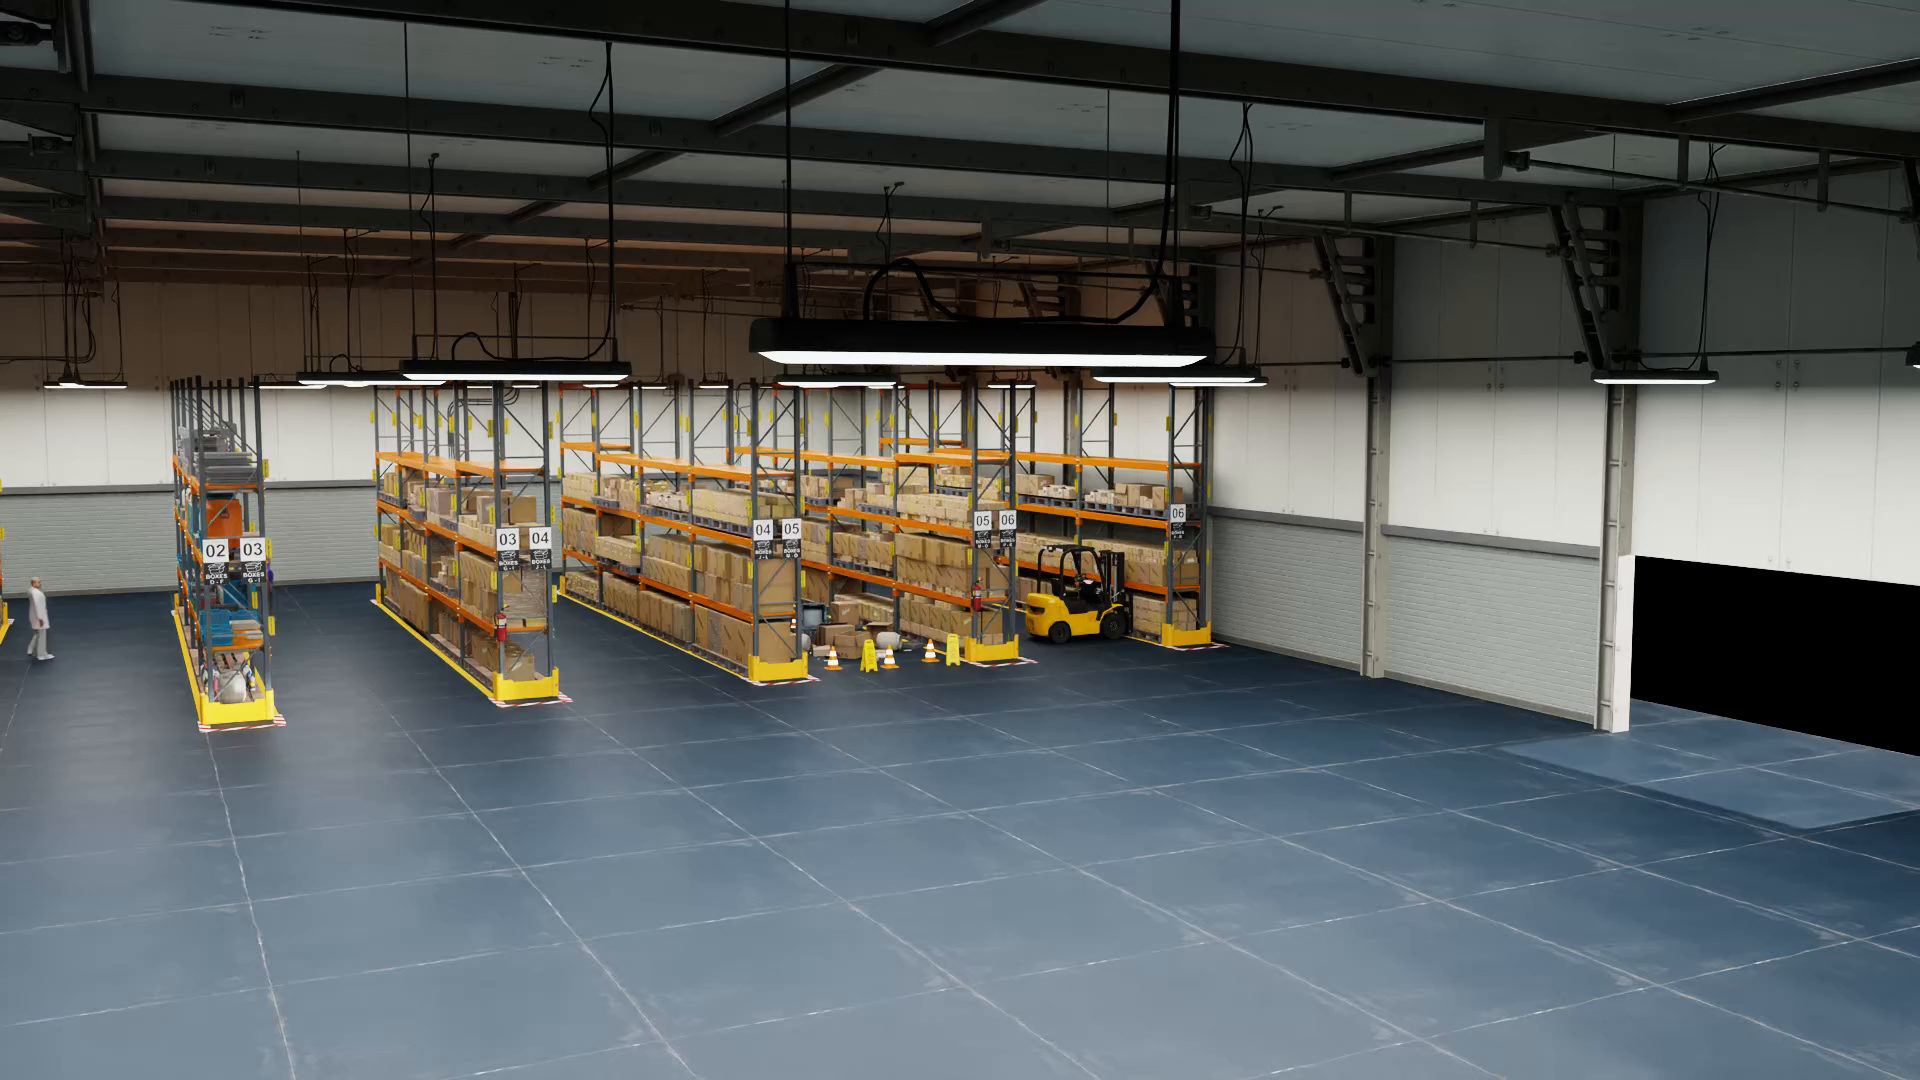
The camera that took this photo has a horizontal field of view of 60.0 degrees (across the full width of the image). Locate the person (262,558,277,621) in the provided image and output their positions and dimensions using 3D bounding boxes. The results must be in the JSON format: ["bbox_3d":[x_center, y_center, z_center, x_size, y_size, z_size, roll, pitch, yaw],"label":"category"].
[{"bbox_3d":[-17.248,1.218,41.467,0.320,1.694,0.497,-4,6,-36],"label":"person"}]

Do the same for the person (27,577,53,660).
[{"bbox_3d":[-19.711,1.667,35.572,0.591,1.783,0.500,3,6,34],"label":"person"}]
